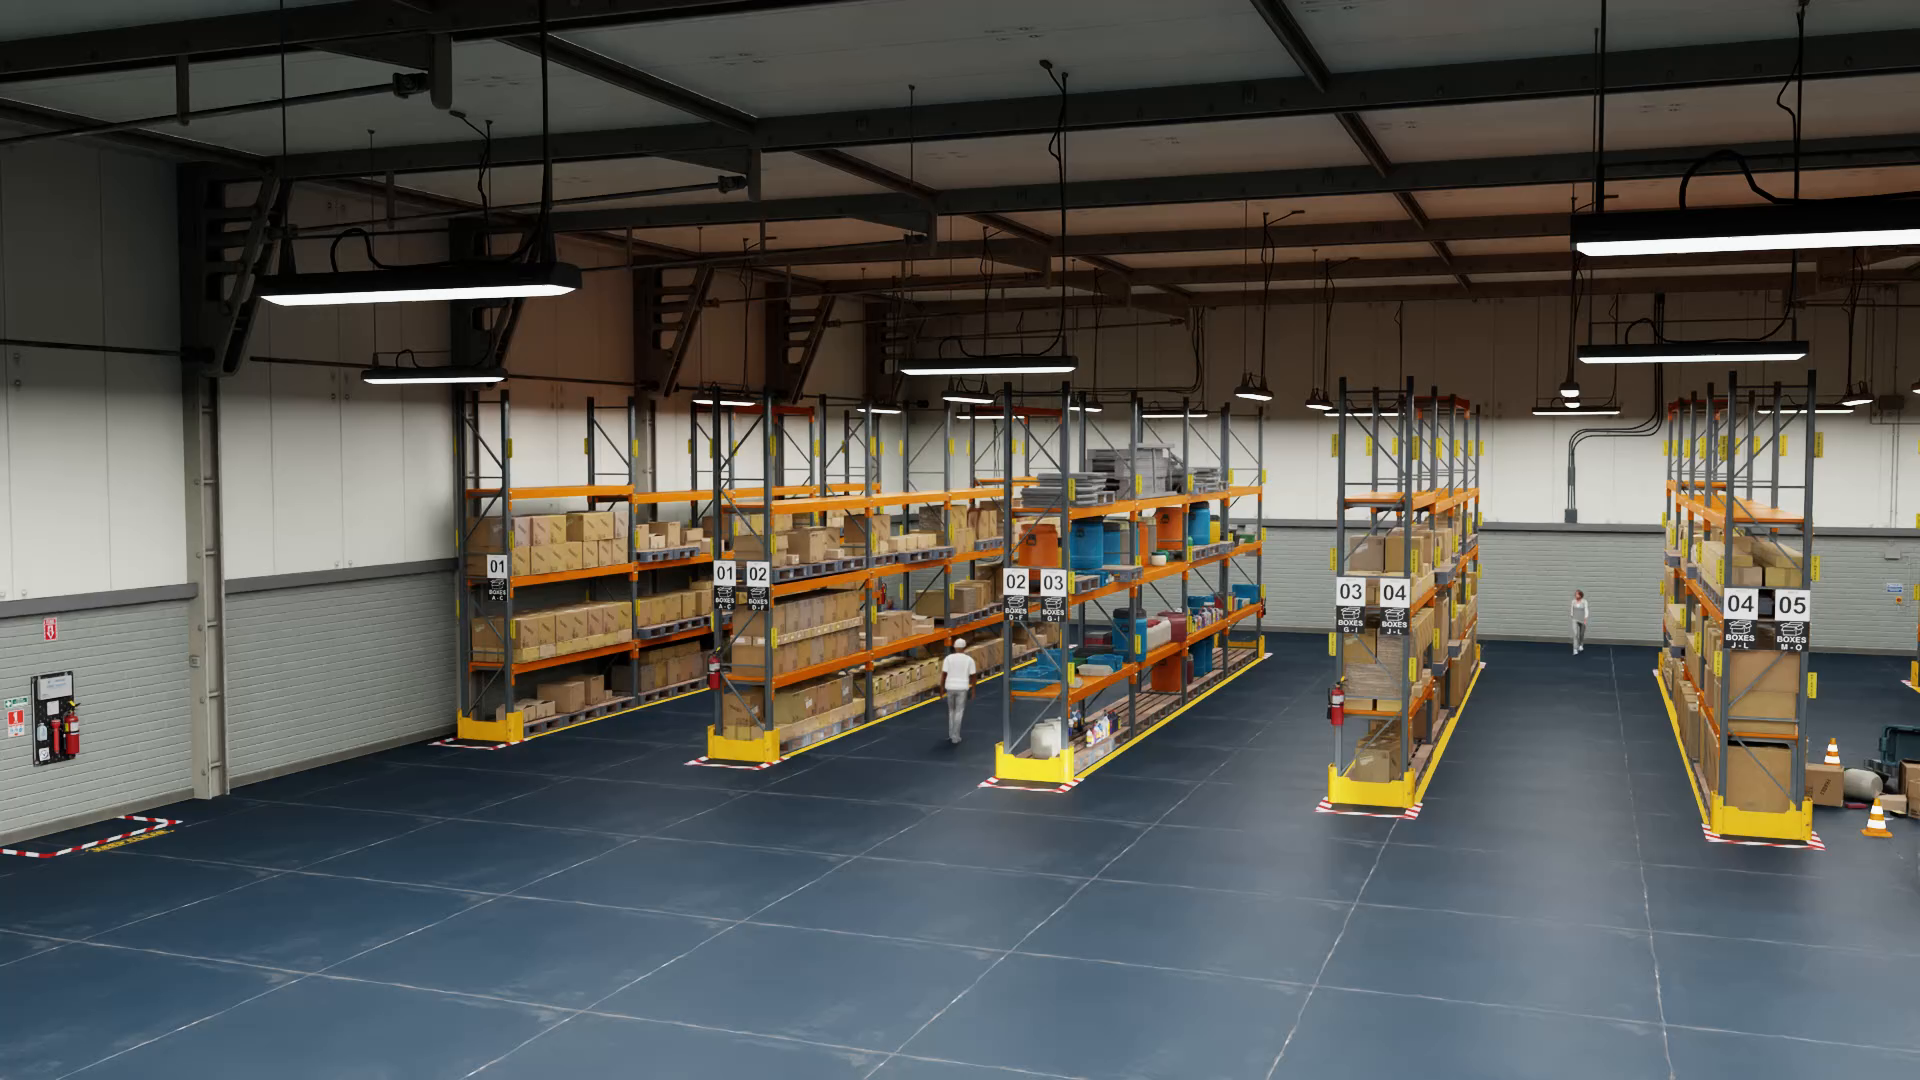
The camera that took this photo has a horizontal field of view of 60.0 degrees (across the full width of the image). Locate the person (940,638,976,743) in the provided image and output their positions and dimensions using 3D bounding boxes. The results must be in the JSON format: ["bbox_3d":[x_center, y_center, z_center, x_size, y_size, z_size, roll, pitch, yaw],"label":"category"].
[{"bbox_3d":[-0.029,2.585,28.332,0.592,1.809,0.602,1,3,14],"label":"person"}]

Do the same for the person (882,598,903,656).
[{"bbox_3d":[-1.493,2.046,37.577,0.572,1.510,0.732,2,4,30],"label":"person"}]

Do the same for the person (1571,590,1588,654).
[{"bbox_3d":[15.077,1.979,40.464,0.390,1.540,0.972,1,3,19],"label":"person"}]
